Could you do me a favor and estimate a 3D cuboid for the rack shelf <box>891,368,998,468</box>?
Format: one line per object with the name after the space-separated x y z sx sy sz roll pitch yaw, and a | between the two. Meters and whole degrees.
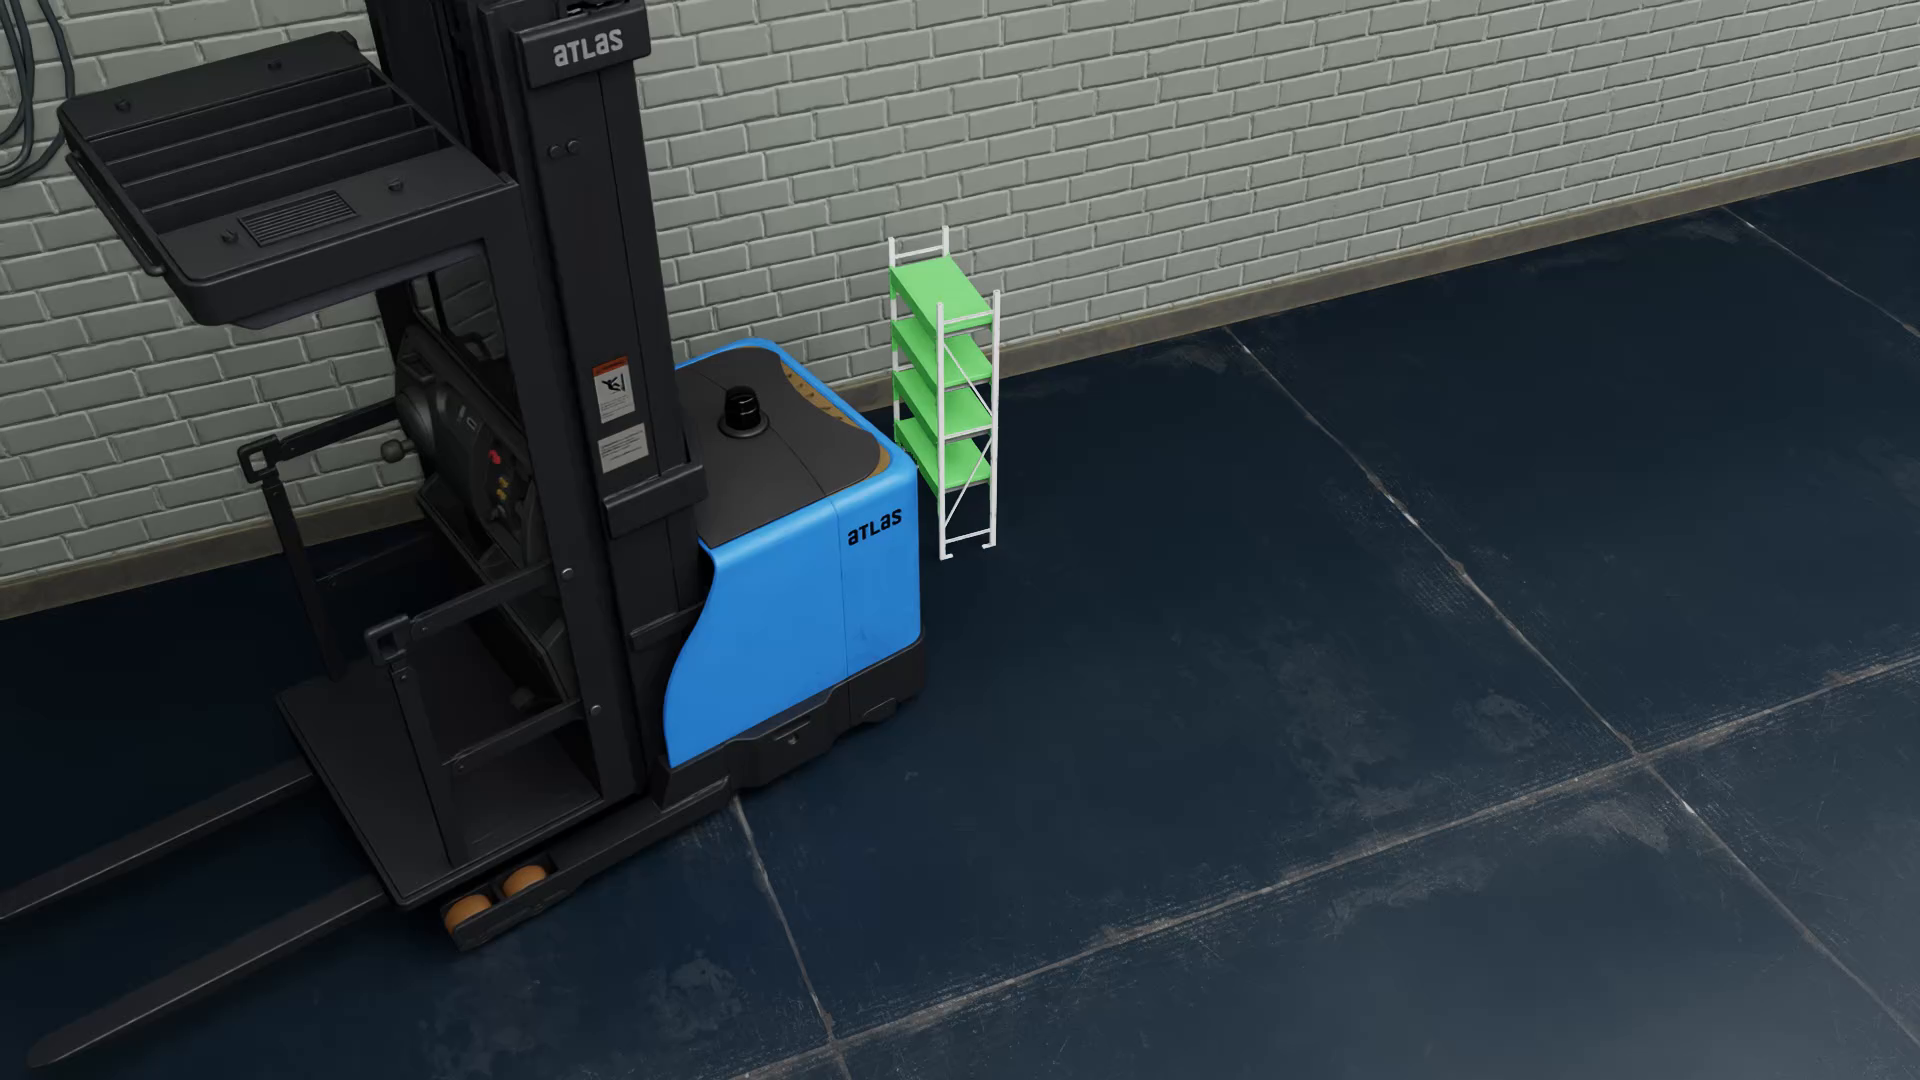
-0.063 -0.506 6.516 0.258 0.148 0.480 -15 43 -17 | rack shelf

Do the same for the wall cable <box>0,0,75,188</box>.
-4.245 -1.763 4.280 3.097 2.526 0.112 -15 43 -17 | wall cable

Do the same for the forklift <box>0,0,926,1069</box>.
-1.608 -0.220 4.758 3.031 2.935 1.130 -26 47 -27 | forklift

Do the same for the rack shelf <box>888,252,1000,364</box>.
-0.063 -0.870 6.203 0.258 0.148 0.480 -15 43 -17 | rack shelf

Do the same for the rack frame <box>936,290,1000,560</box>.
0.030 -0.408 6.304 0.240 1.200 0.015 -15 43 -17 | rack frame

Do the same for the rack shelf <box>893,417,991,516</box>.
-0.063 -0.324 6.673 0.258 0.148 0.480 -15 43 -17 | rack shelf

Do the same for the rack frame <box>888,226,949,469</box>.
-0.157 -0.702 6.646 0.240 1.200 0.015 -15 43 -17 | rack frame

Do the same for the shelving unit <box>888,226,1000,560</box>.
-0.063 -0.555 6.475 0.258 1.200 0.503 -15 43 -17 | shelving unit

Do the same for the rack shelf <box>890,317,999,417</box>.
-0.063 -0.688 6.360 0.258 0.148 0.480 -15 43 -17 | rack shelf
